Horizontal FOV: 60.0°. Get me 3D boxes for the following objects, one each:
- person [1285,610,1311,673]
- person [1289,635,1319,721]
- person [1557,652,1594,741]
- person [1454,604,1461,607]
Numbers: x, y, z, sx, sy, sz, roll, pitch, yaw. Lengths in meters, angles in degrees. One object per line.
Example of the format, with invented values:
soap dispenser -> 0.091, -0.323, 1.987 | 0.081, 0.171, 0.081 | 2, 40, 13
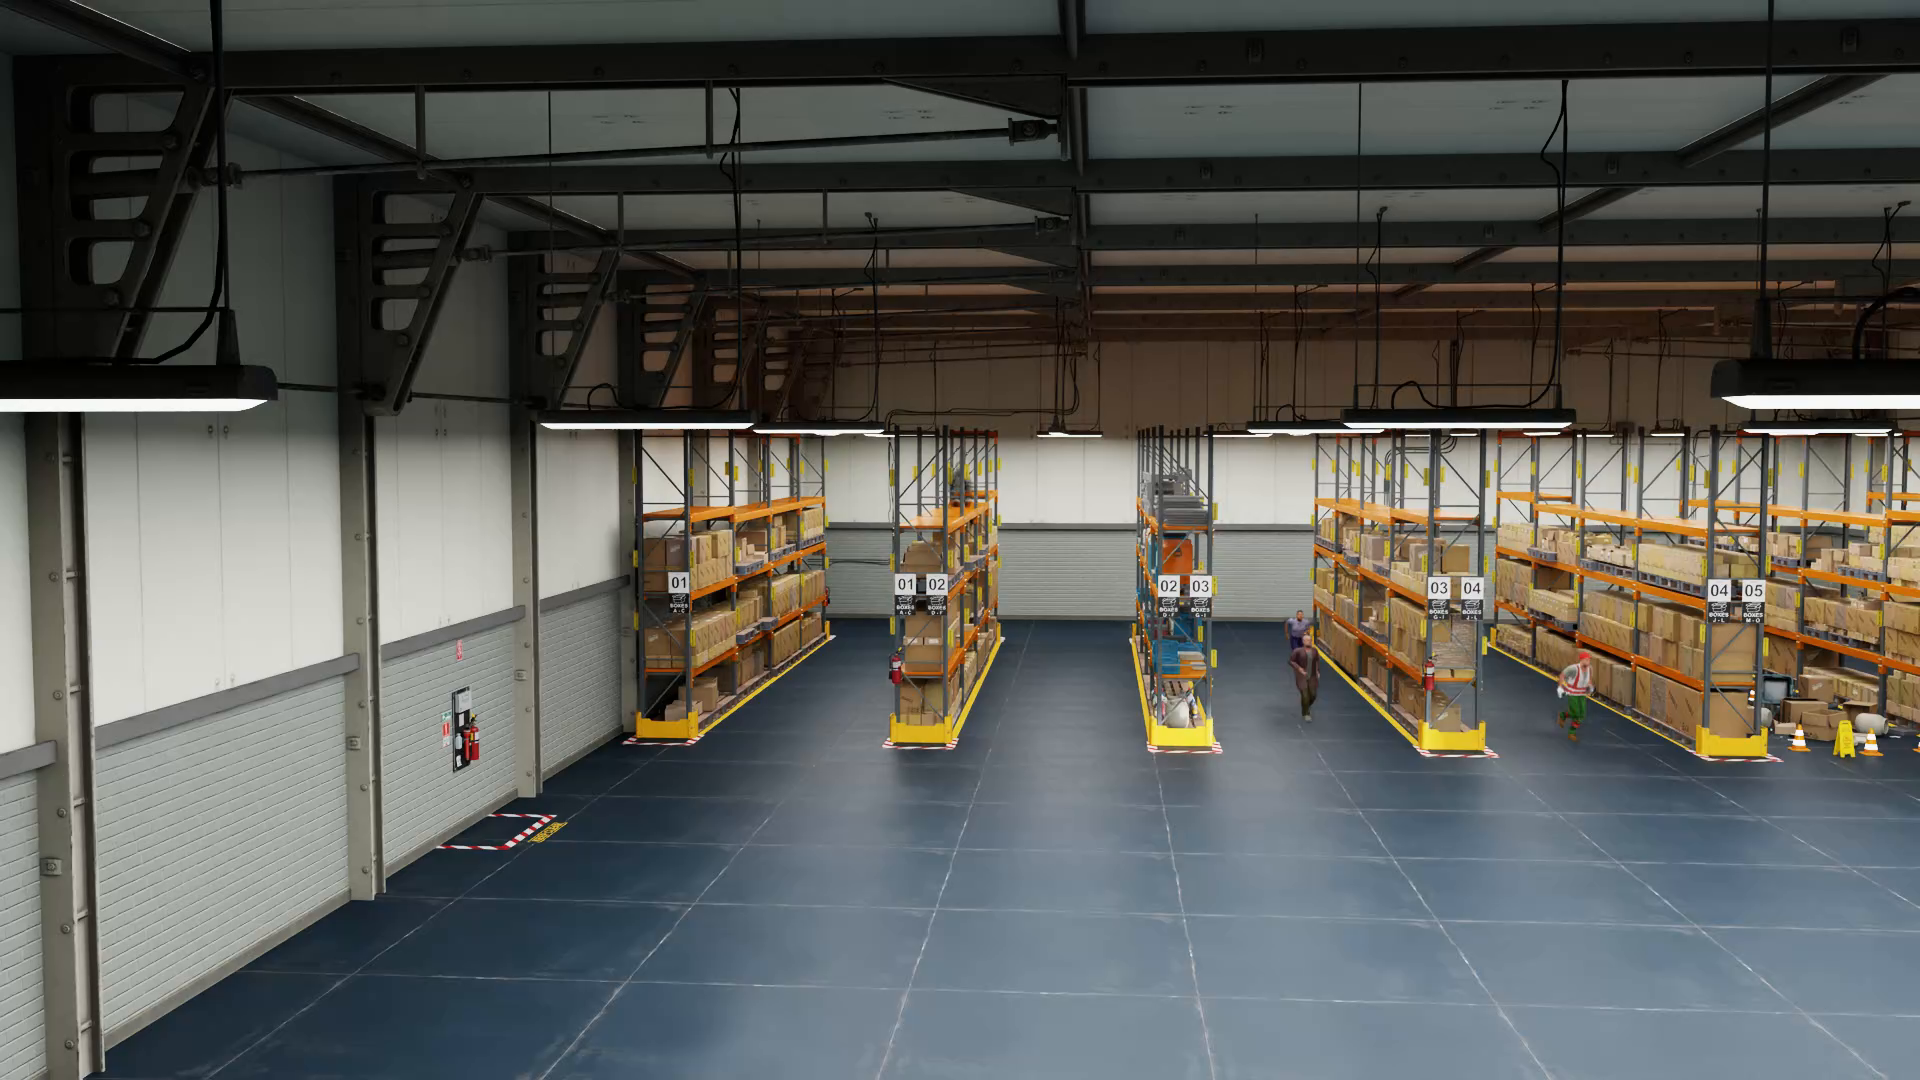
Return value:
person -> 8.292, 2.498, 40.792 | 0.588, 1.576, 0.664 | 0, 3, -1
person -> 7.062, 2.815, 33.989 | 0.701, 1.750, 0.677 | -1, 3, -11
person -> 11.774, 2.973, 31.816 | 0.654, 1.711, 0.770 | -2, 4, -25
person -> 13.908, 2.132, 46.873 | 0.591, 1.601, 0.644 | 3, 4, 37
